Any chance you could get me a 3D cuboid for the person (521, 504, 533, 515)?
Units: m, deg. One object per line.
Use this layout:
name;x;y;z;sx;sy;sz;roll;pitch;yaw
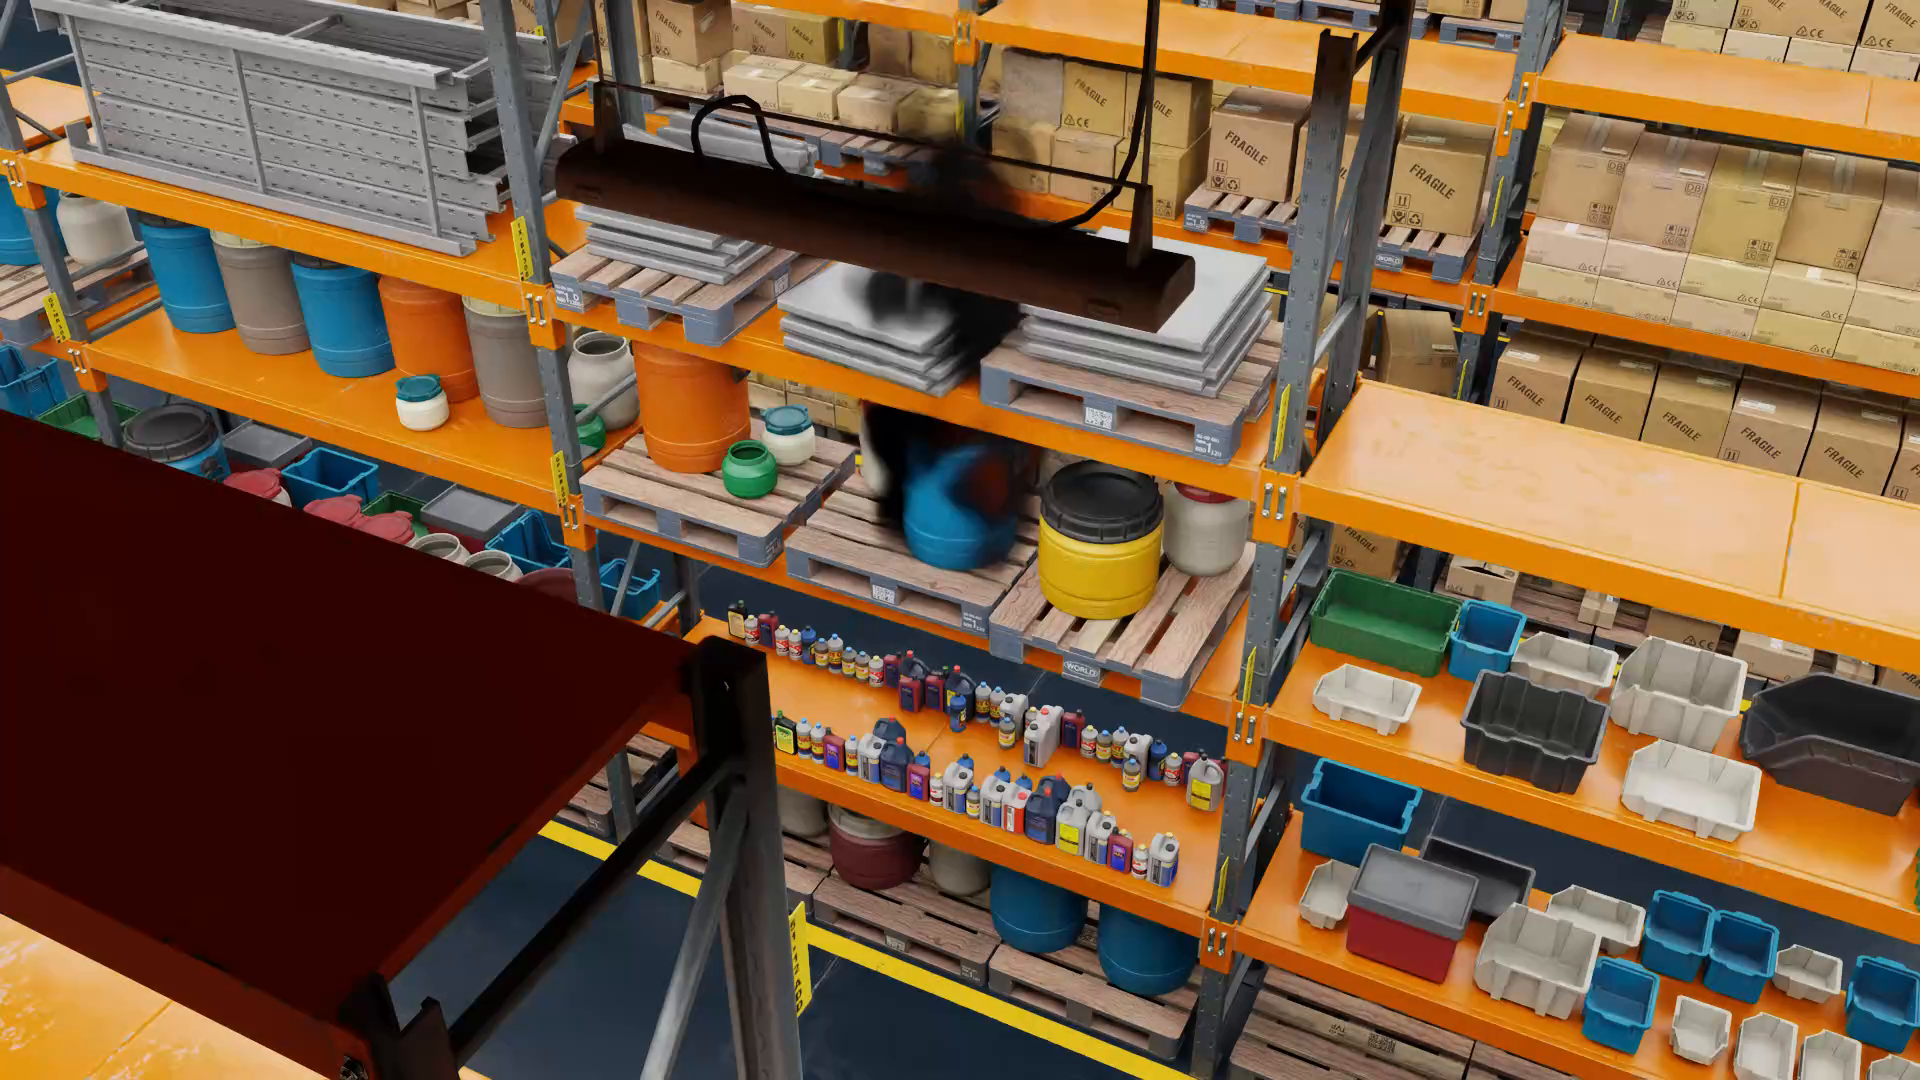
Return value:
person;-3.381;-0.608;13.265;0.890;1.664;0.618;10;36;13
